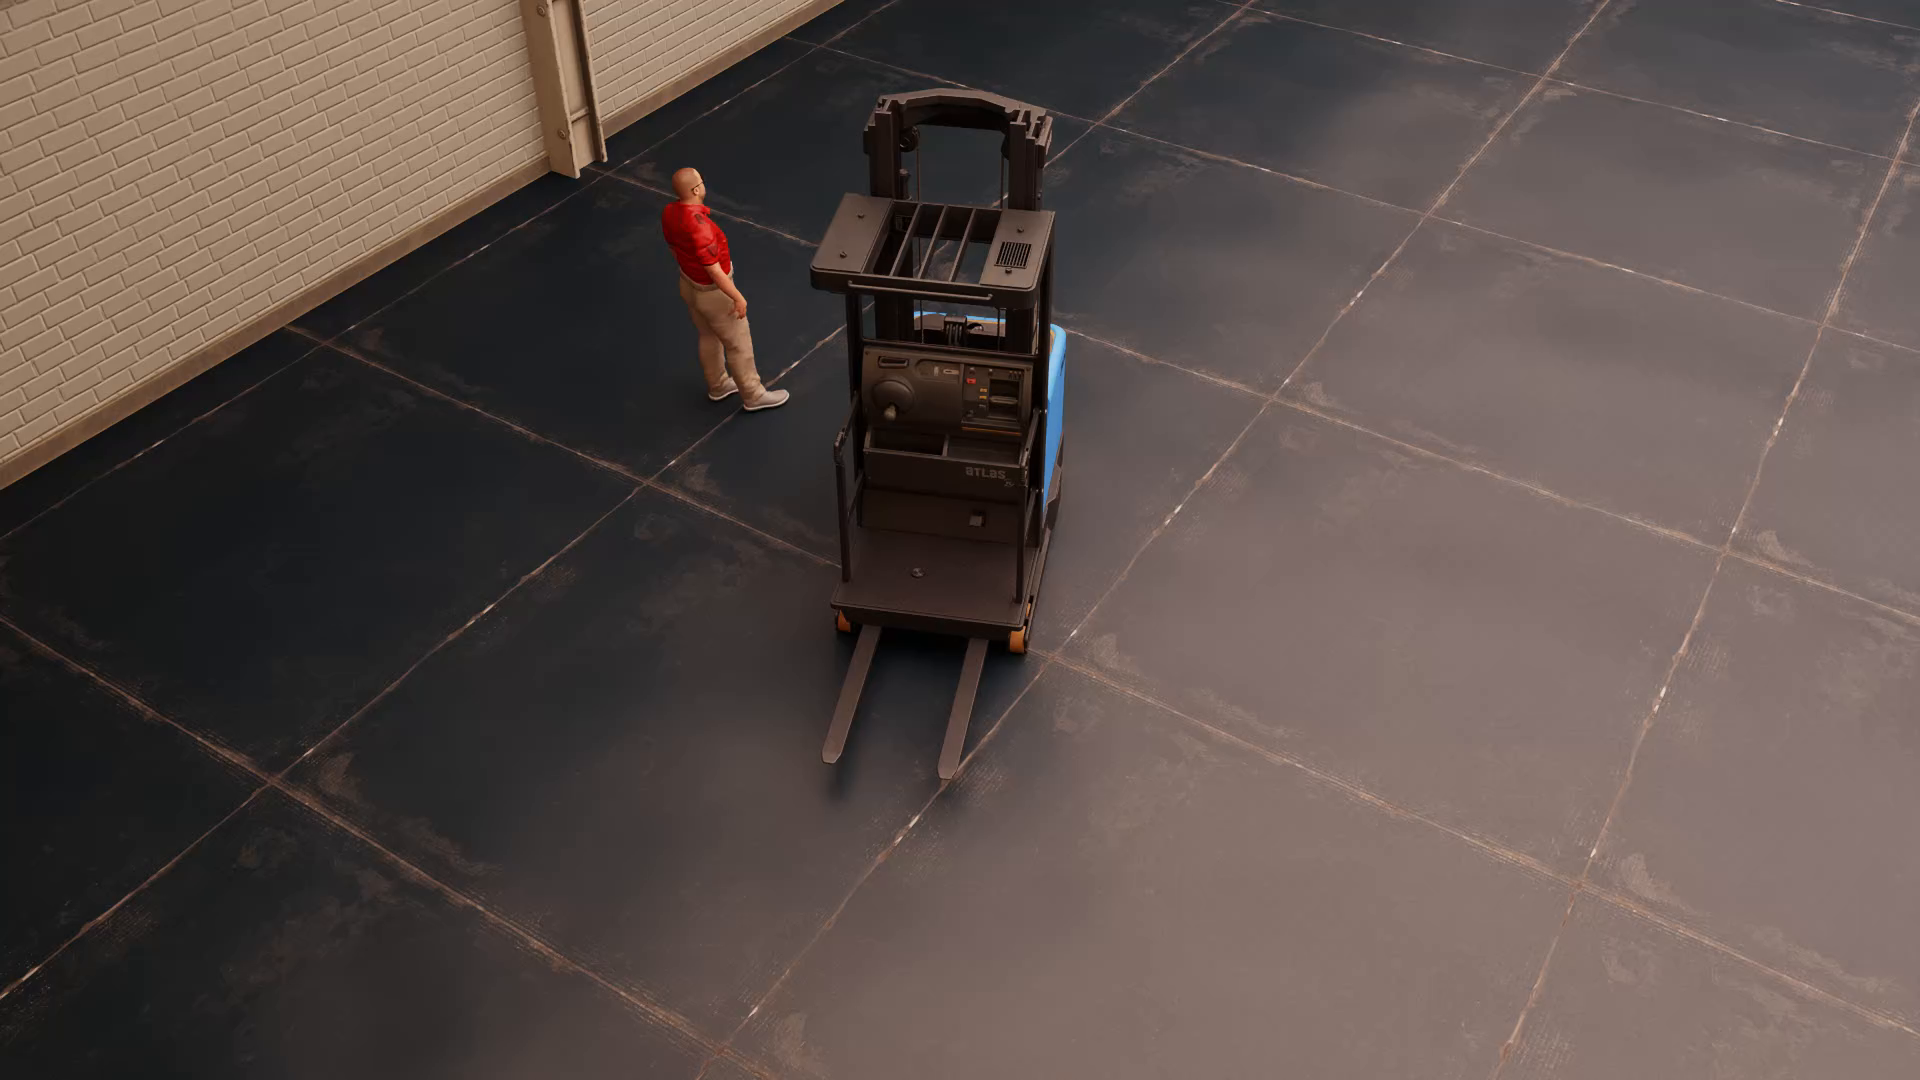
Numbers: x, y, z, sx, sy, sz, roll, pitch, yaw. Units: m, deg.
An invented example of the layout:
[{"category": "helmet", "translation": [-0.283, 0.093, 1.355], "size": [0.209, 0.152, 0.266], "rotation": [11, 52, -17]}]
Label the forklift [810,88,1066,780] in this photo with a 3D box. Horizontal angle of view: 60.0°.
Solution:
[{"category": "forklift", "translation": [-0.108, -0.731, 8.830], "size": [1.130, 2.935, 3.031], "rotation": [7, 41, 8]}]

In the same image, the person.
[{"category": "person", "translation": [-1.553, -1.656, 10.840], "size": [0.550, 1.727, 0.640], "rotation": [-28, 48, -29]}]
